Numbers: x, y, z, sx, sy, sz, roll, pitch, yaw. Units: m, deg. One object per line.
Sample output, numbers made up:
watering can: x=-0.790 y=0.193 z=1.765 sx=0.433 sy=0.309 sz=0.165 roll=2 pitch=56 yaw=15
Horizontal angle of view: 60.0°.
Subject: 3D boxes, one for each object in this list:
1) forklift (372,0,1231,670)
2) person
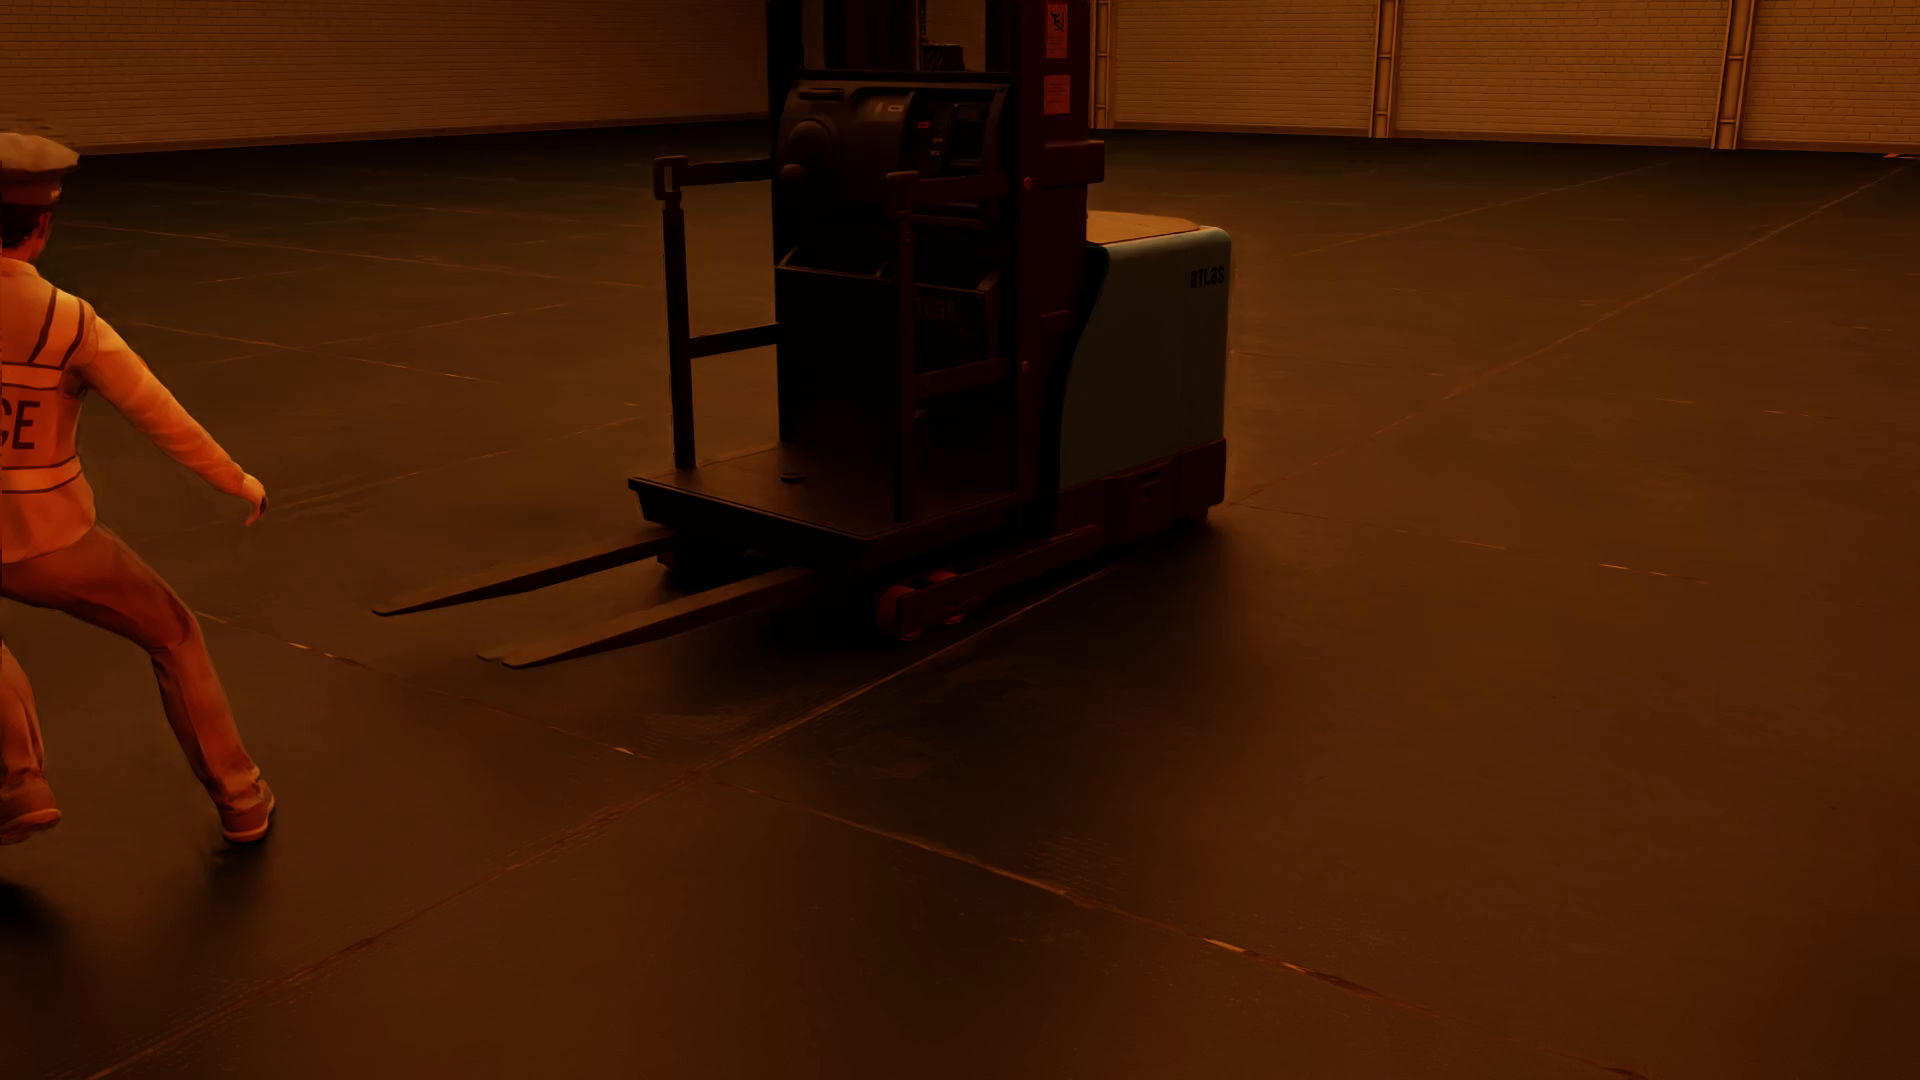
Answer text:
forklift: x=-0.362 y=-1.265 z=5.062 sx=1.130 sy=2.935 sz=3.031 roll=14 pitch=22 yaw=39
person: x=-1.872 y=-0.049 z=3.422 sx=0.779 sy=1.532 sz=0.506 roll=-4 pitch=17 yaw=-14
